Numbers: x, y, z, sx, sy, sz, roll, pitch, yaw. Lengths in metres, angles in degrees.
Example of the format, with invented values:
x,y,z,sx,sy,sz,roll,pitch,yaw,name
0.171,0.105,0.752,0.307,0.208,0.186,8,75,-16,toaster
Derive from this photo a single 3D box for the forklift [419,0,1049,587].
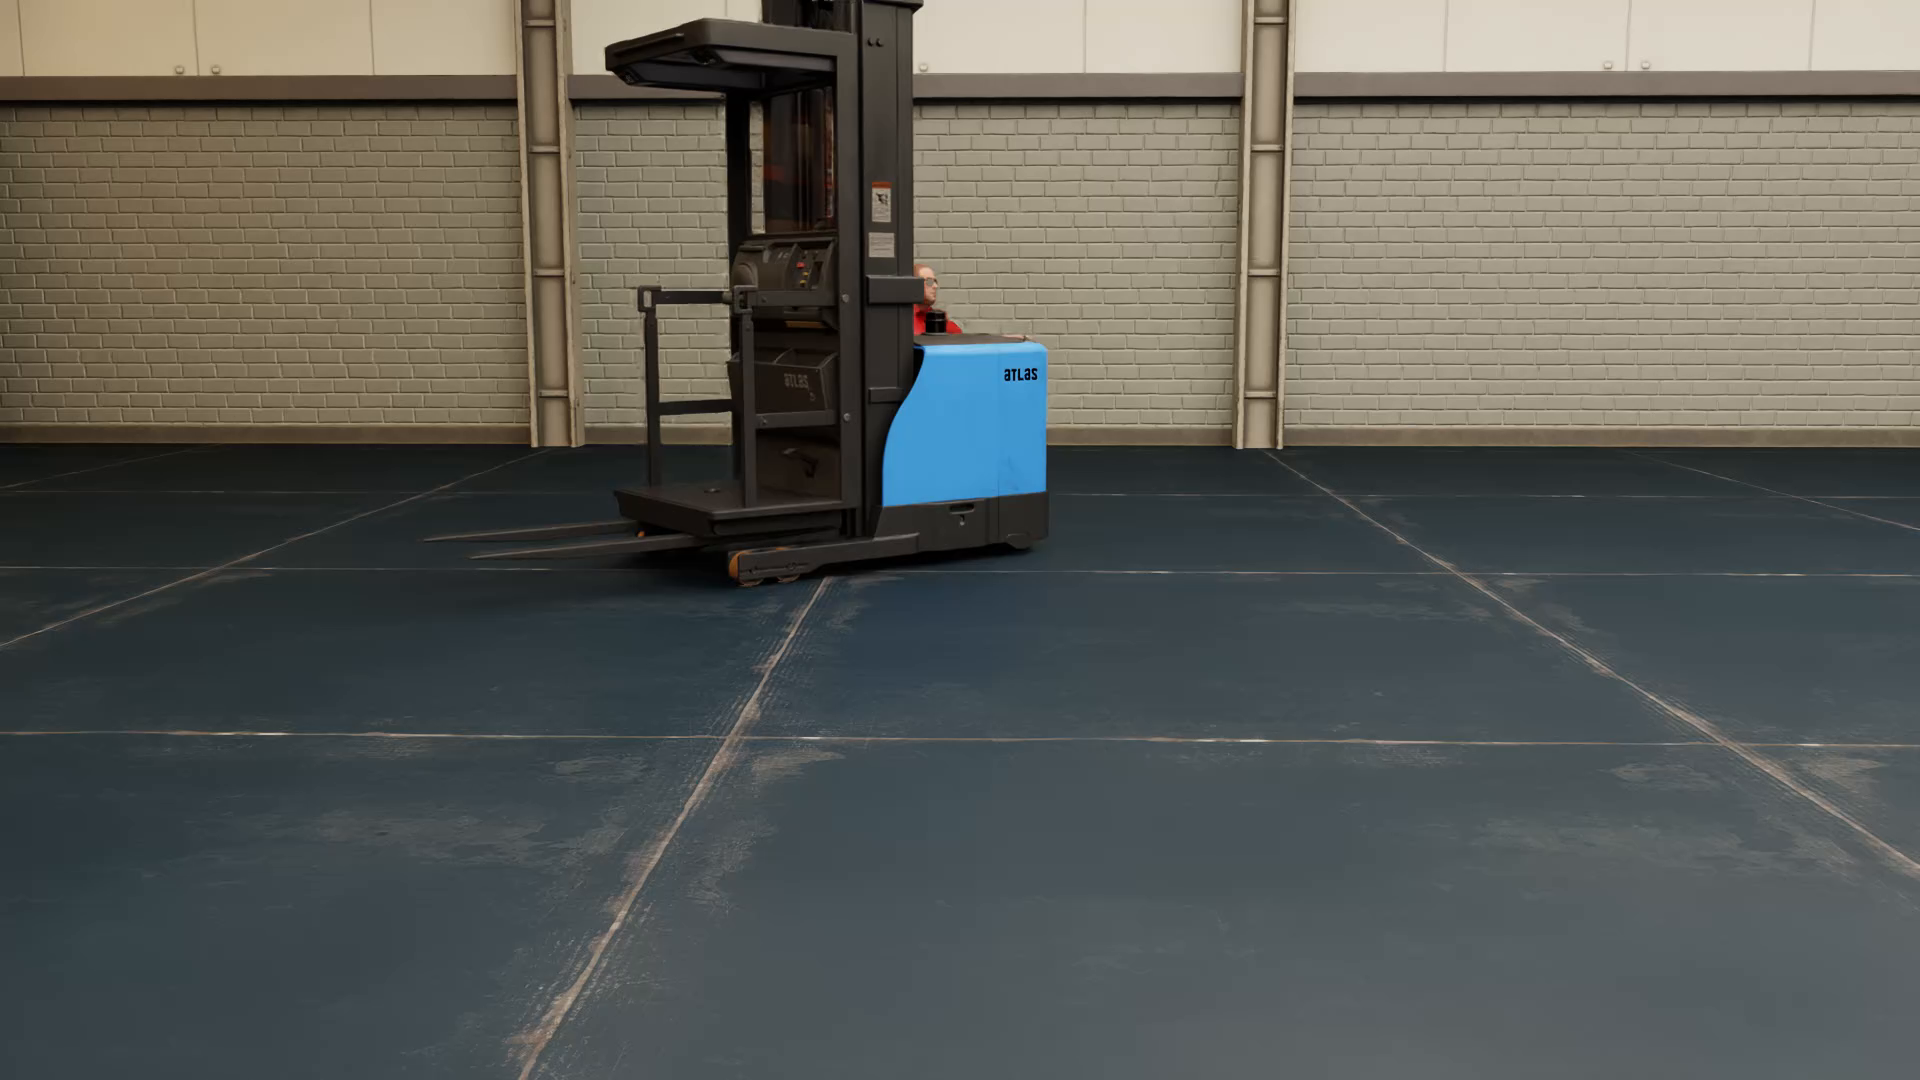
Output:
x,y,z,sx,sy,sz,roll,pitch,yaw,name
-1.034,-1.325,7.968,3.031,2.935,1.130,-6,11,-35,forklift

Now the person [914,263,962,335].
x,y,z,sx,sy,sz,roll,pitch,yaw,name
-0.051,-0.833,9.532,0.846,1.491,0.968,4,9,23,person
